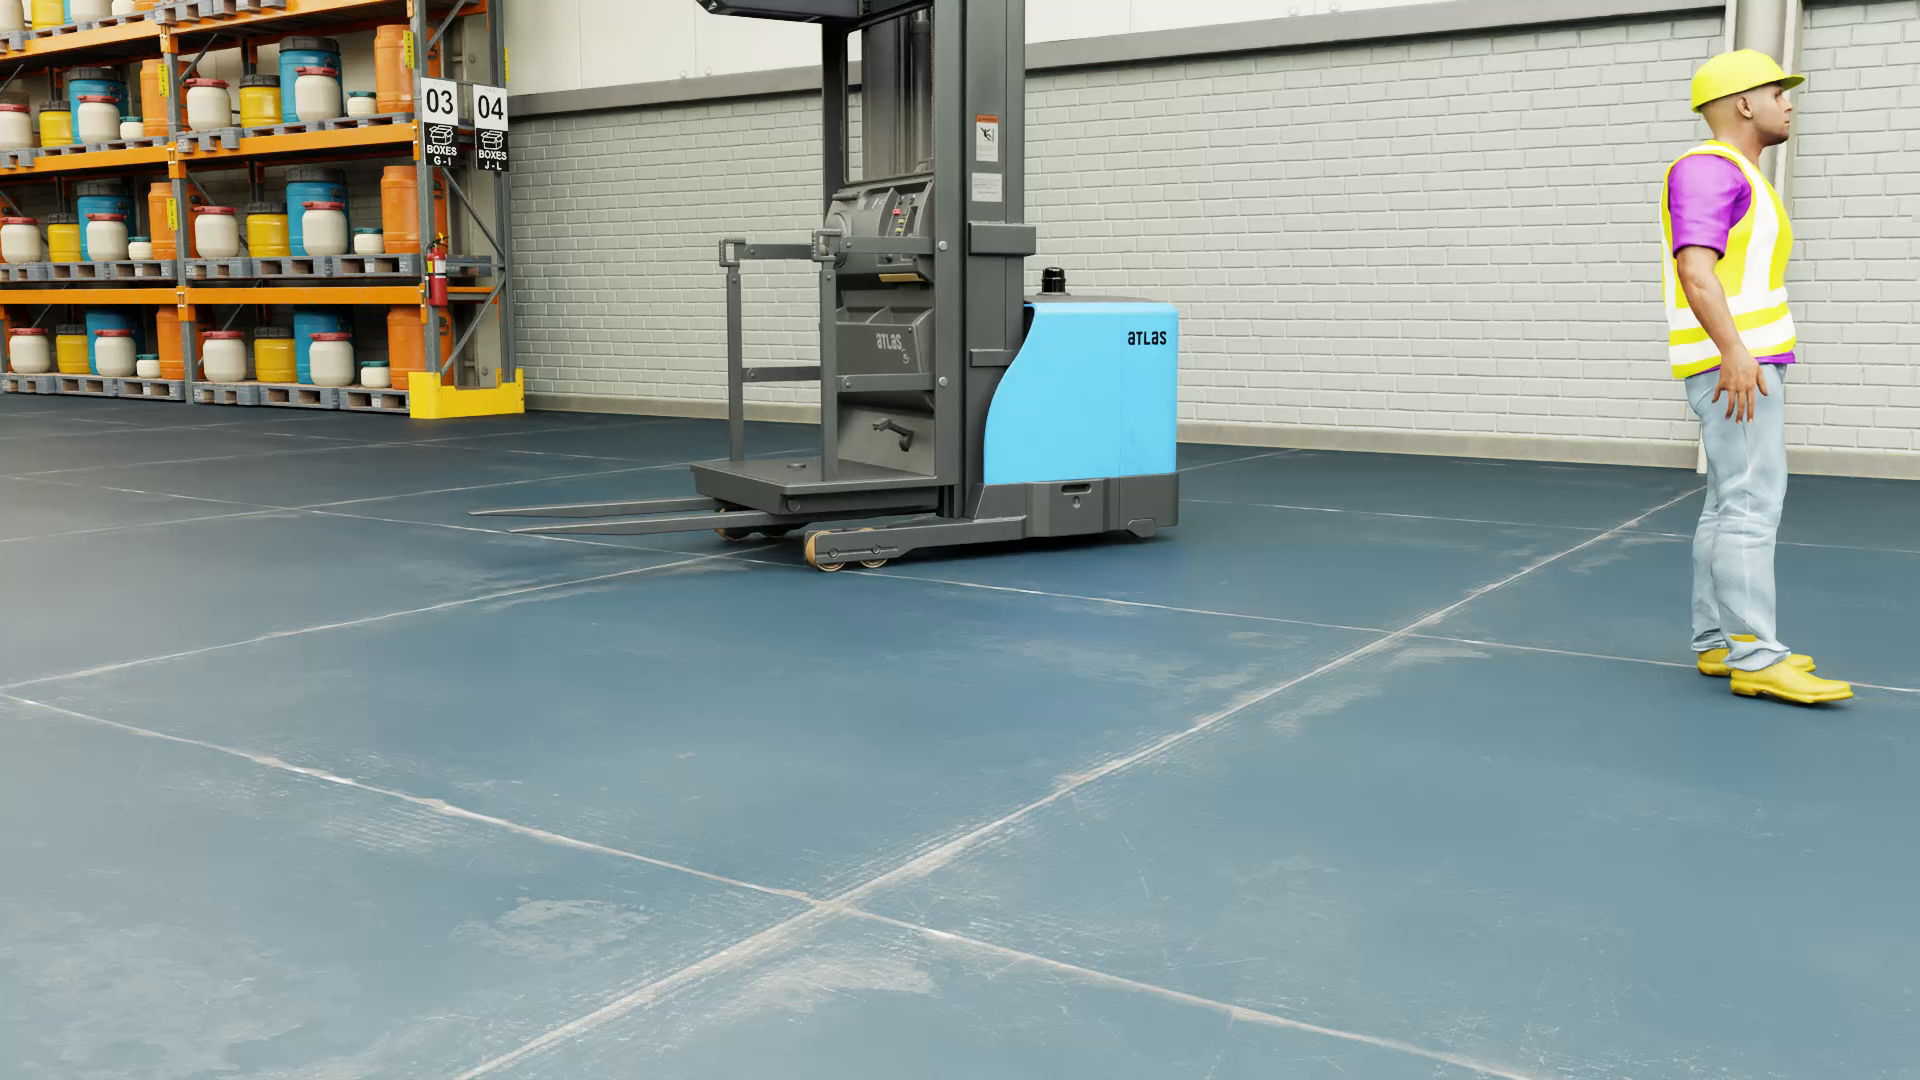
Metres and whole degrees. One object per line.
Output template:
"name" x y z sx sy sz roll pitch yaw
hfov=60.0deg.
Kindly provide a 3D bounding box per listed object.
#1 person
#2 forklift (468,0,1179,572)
"person" 2.260 -0.482 4.668 0.577 1.765 0.665 5 9 31
"forklift" -0.539 -1.408 7.095 3.031 2.935 1.130 -5 9 -29
